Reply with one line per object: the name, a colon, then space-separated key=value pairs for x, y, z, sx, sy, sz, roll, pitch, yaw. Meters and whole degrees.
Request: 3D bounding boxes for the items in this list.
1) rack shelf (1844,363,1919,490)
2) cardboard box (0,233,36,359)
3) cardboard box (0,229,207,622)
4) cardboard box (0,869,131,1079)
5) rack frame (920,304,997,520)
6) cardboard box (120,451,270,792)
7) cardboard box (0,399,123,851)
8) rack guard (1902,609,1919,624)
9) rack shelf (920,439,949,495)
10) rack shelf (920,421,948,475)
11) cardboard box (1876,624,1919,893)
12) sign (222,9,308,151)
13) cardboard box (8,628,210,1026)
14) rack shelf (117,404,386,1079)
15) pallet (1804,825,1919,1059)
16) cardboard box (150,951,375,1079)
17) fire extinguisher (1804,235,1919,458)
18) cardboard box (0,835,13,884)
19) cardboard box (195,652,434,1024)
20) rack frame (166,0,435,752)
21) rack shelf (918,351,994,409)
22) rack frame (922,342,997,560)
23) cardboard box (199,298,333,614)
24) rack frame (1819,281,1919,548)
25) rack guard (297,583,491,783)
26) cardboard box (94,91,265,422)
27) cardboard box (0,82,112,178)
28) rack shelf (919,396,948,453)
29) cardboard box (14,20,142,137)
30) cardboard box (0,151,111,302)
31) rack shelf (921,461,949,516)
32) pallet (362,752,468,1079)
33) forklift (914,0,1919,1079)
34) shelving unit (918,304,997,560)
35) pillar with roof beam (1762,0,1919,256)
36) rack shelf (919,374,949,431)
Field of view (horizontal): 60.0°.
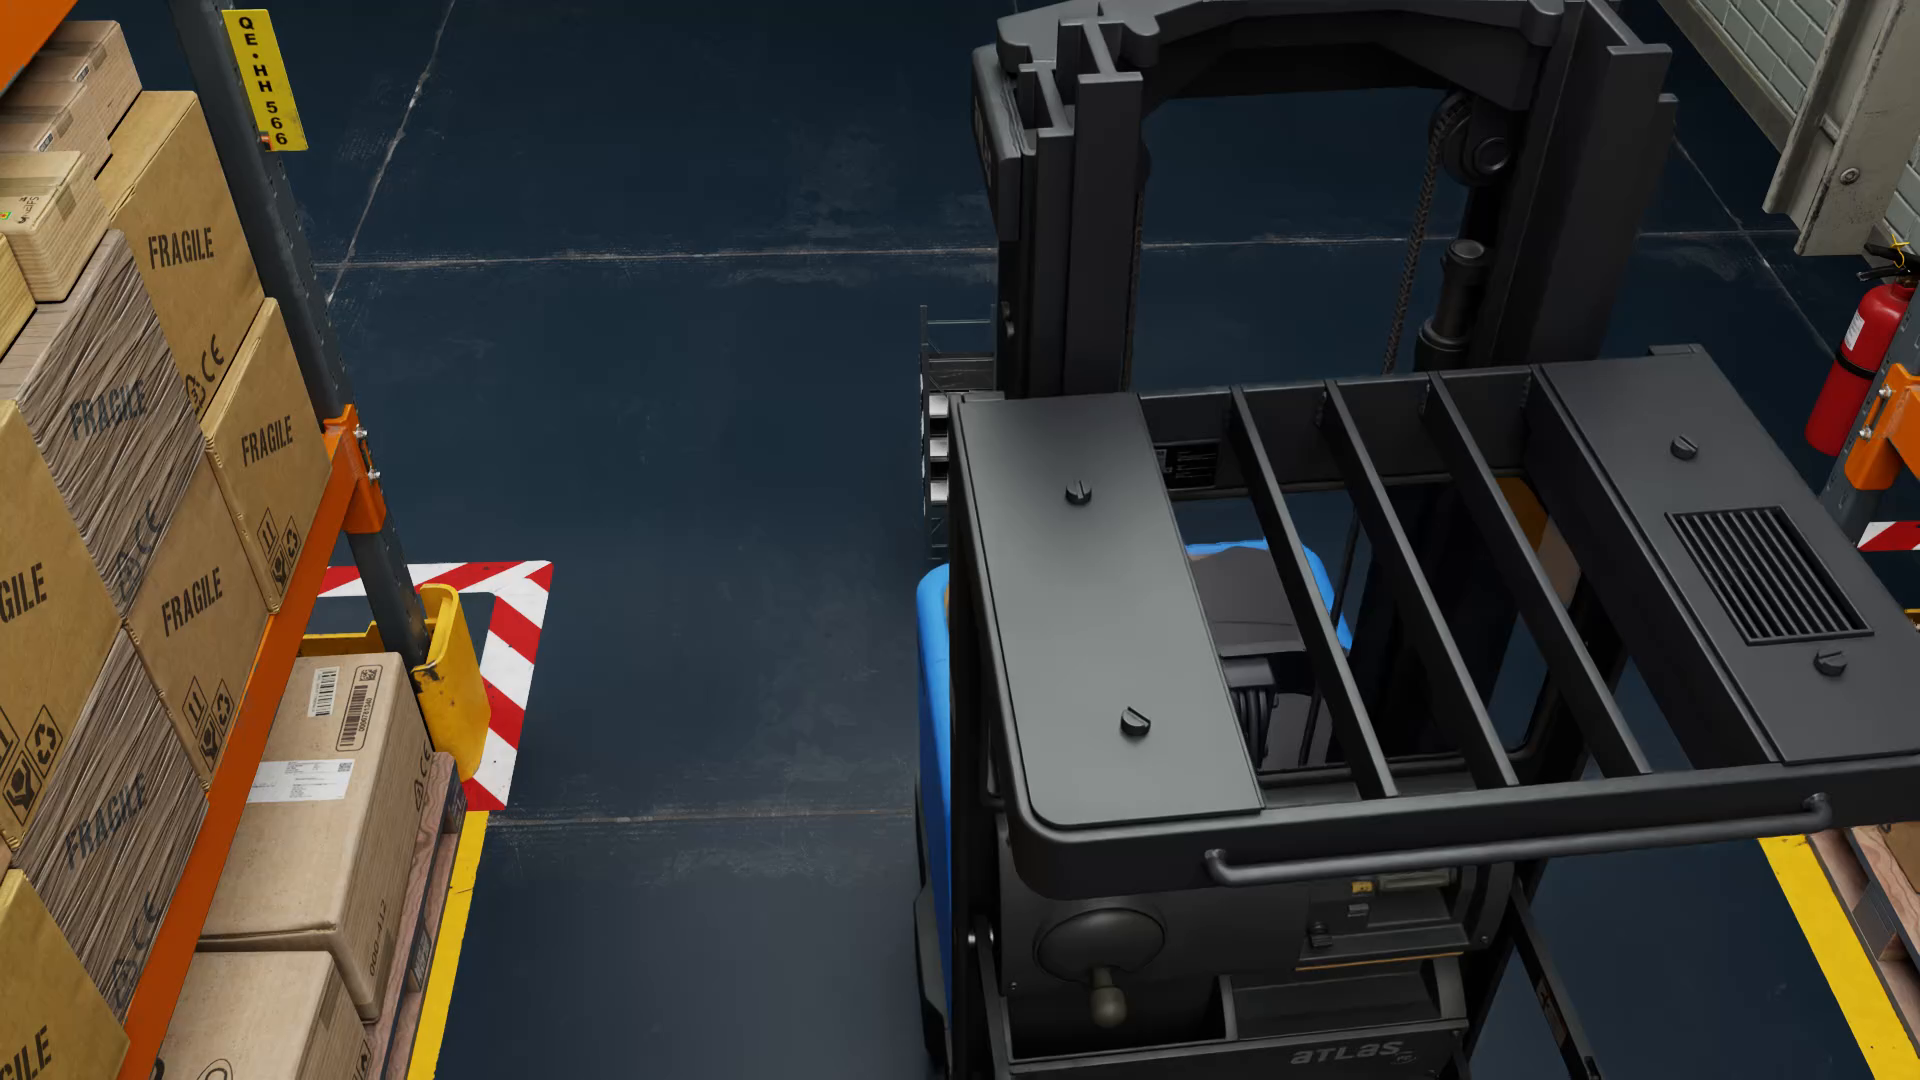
rack shelf: x=3.009 y=1.009 z=2.962 sx=1.077 sy=0.370 sz=4.000 roll=-2 pitch=43 yaw=-2
cardboard box: x=-1.720 y=-0.356 z=2.625 sx=0.380 sy=0.149 sz=0.250 roll=-1 pitch=43 yaw=-1
cardboard box: x=-1.725 y=-0.197 z=2.931 sx=0.500 sy=0.500 sz=0.500 roll=-2 pitch=43 yaw=-2
cardboard box: x=-1.677 y=0.854 z=2.525 sx=0.500 sy=0.500 sz=0.500 roll=0 pitch=43 yaw=-1
rack frame: x=-0.005 y=-0.406 z=5.527 sx=0.240 sy=0.900 sz=0.006 roll=-2 pitch=43 yaw=-2
cardboard box: x=-1.744 y=0.159 z=3.283 sx=0.500 sy=0.500 sz=0.500 roll=-2 pitch=43 yaw=-3
cardboard box: x=-1.708 y=0.137 z=2.566 sx=0.500 sy=0.500 sz=0.500 roll=-2 pitch=43 yaw=-2
rack guard: x=2.927 y=0.366 z=4.981 sx=1.175 sy=0.500 sz=0.348 roll=-2 pitch=43 yaw=-2
rack shelf: x=0.000 y=-0.246 z=5.535 sx=0.258 sy=0.077 sz=0.200 roll=-2 pitch=43 yaw=-2
rack shelf: x=0.000 y=-0.313 z=5.474 sx=0.258 sy=0.077 sz=0.200 roll=-2 pitch=43 yaw=-2
cardboard box: x=2.855 y=0.574 z=4.440 sx=0.797 sy=0.503 sz=0.637 roll=-3 pitch=43 yaw=-3
sign: x=-1.492 y=-0.982 z=3.569 sx=0.100 sy=0.325 sz=0.005 roll=-2 pitch=43 yaw=-2
cardboard box: x=-1.712 y=0.506 z=2.905 sx=0.500 sy=0.500 sz=0.500 roll=-1 pitch=43 yaw=-1
rack shelf: x=-1.950 y=1.154 z=2.804 sx=1.077 sy=0.370 sz=4.000 roll=-2 pitch=43 yaw=-2
pallet: x=2.962 y=1.011 z=4.491 sx=1.003 sy=0.211 sz=1.213 roll=-2 pitch=43 yaw=-2
cardboard box: x=-1.860 y=1.388 z=3.601 sx=0.875 sy=0.438 sz=0.875 roll=-1 pitch=43 yaw=-1
fire extinguisher: x=2.456 y=-0.527 z=4.438 sx=0.296 sy=0.674 sz=0.183 roll=-2 pitch=43 yaw=-2
cardboard box: x=-1.688 y=0.477 z=2.196 sx=0.500 sy=0.500 sz=0.500 roll=-2 pitch=43 yaw=-2
cardboard box: x=-1.907 y=0.771 z=4.275 sx=0.875 sy=0.438 sz=0.875 roll=-3 pitch=43 yaw=-3
rack frame: x=-2.035 y=-0.462 z=4.034 sx=1.000 sy=3.000 sz=0.127 roll=-2 pitch=43 yaw=-2
rack shelf: x=0.000 y=-0.512 z=5.292 sx=0.258 sy=0.077 sz=0.200 roll=-2 pitch=43 yaw=-2
rack frame: x=0.004 y=-0.269 z=5.377 sx=0.240 sy=0.900 sz=0.006 roll=-2 pitch=43 yaw=-2
cardboard box: x=-1.750 y=-0.181 z=3.653 sx=0.500 sy=0.500 sz=0.500 roll=-1 pitch=43 yaw=-2
rack frame: x=2.924 y=-0.607 z=4.192 sx=1.000 sy=3.000 sz=0.127 roll=-2 pitch=43 yaw=-2
rack guard: x=-2.036 y=0.443 z=4.896 sx=1.175 sy=0.500 sz=0.348 roll=-2 pitch=43 yaw=-2
cardboard box: x=-1.777 y=-0.549 z=3.315 sx=0.500 sy=0.500 sz=0.500 roll=0 pitch=43 yaw=0
cardboard box: x=-1.785 y=-0.699 z=2.999 sx=0.380 sy=0.149 sz=0.250 roll=-1 pitch=43 yaw=-1
rack shelf: x=0.000 y=-0.379 z=5.414 sx=0.258 sy=0.077 sz=0.200 roll=-2 pitch=43 yaw=-2
cardboard box: x=-1.820 y=-0.870 z=3.185 sx=0.380 sy=0.149 sz=0.250 roll=-1 pitch=43 yaw=-1
cardboard box: x=-1.690 y=-0.527 z=2.811 sx=0.380 sy=0.149 sz=0.250 roll=-2 pitch=43 yaw=-2
rack shelf: x=0.000 y=-0.180 z=5.596 sx=0.258 sy=0.077 sz=0.200 roll=-2 pitch=43 yaw=-2
pallet: x=-1.923 y=1.104 z=4.390 sx=1.003 sy=0.211 sz=1.213 roll=-2 pitch=43 yaw=-2
forklift: x=0.555 y=0.721 z=2.794 sx=1.130 sy=2.935 sz=3.031 roll=-4 pitch=43 yaw=-5
shelving unit: x=0.000 y=-0.337 z=5.452 sx=0.258 sy=0.900 sz=0.210 roll=-2 pitch=43 yaw=-2
pillar with roof beam: x=-0.591 y=-4.541 z=4.044 sx=9.100 sy=9.000 sz=0.400 roll=-2 pitch=43 yaw=-2
rack shelf: x=0.000 y=-0.445 z=5.353 sx=0.258 sy=0.077 sz=0.200 roll=-2 pitch=43 yaw=-2
